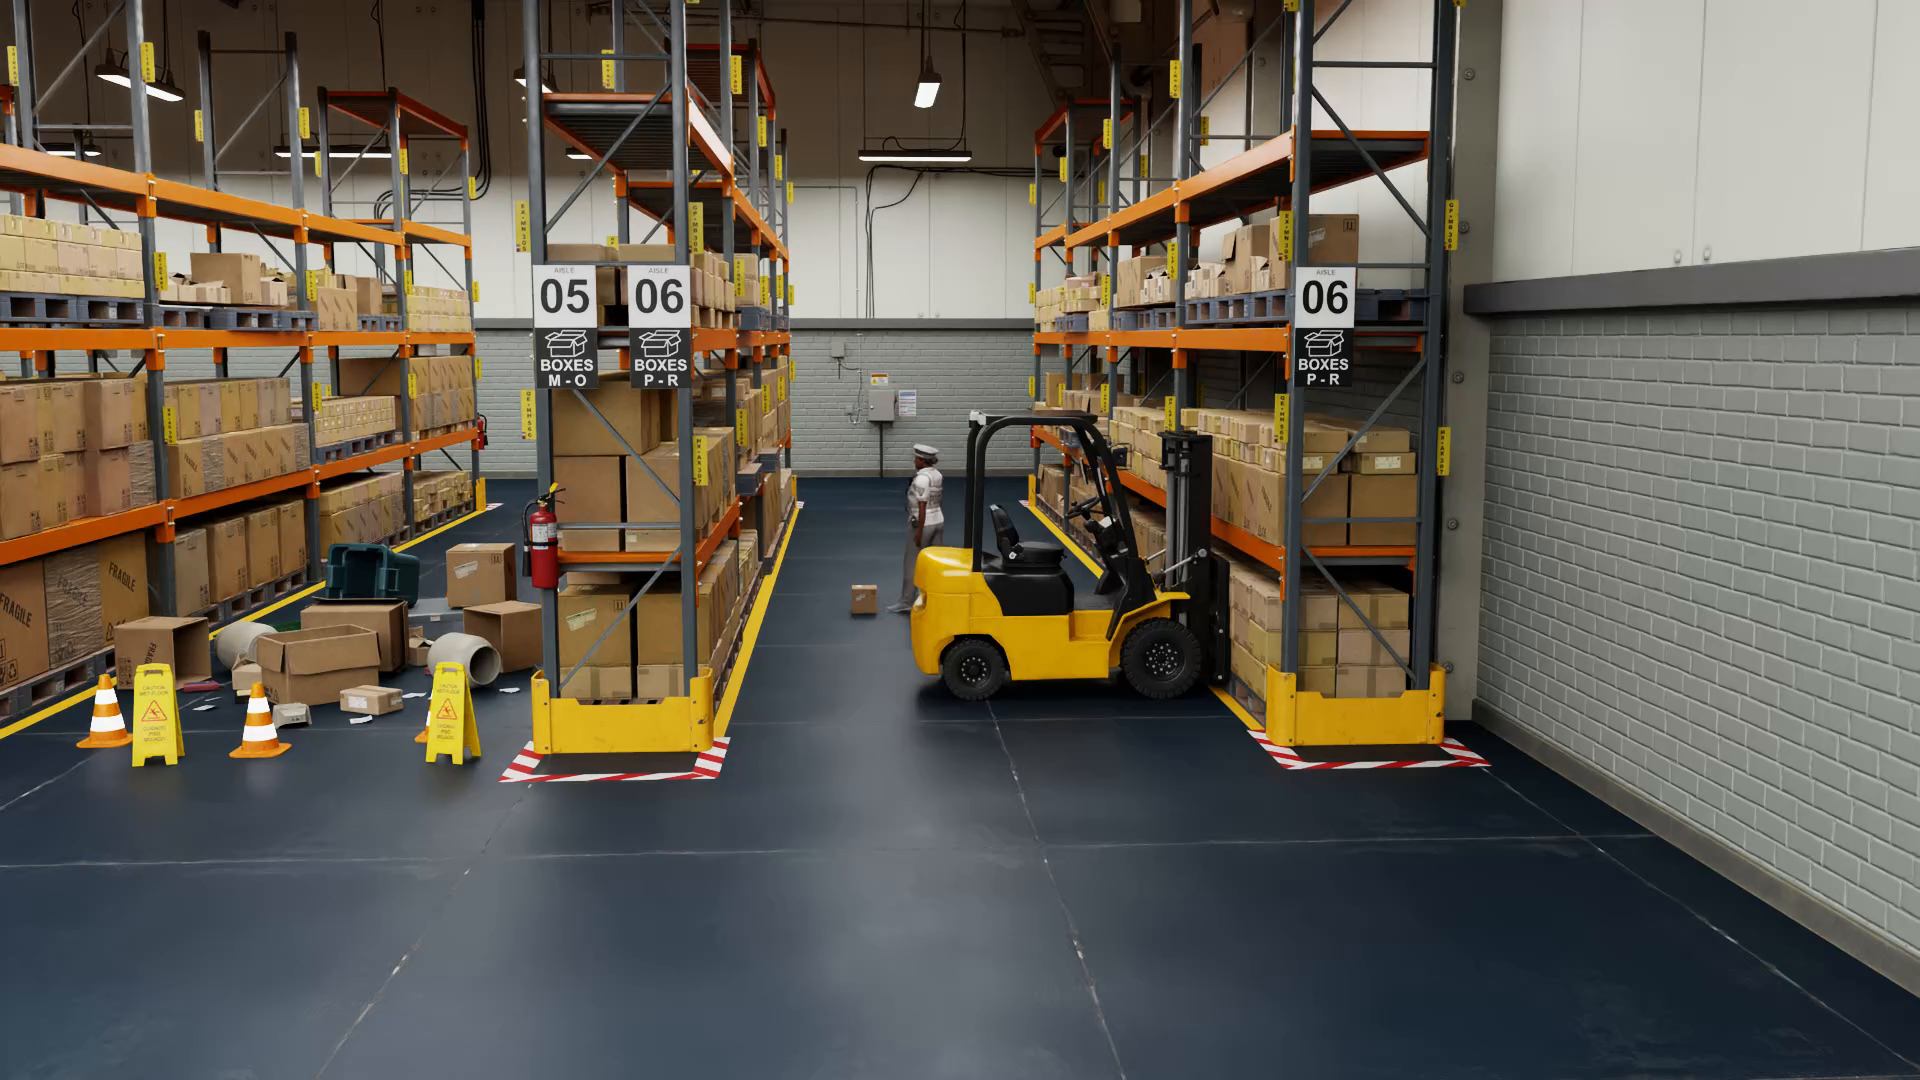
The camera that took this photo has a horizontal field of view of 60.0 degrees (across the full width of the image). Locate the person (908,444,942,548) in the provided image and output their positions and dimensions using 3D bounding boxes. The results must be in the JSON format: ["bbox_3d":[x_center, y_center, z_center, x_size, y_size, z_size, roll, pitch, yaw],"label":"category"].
[{"bbox_3d":[-0.345,-0.448,16.555,0.316,1.013,0.452,4,8,27],"label":"person"}]
